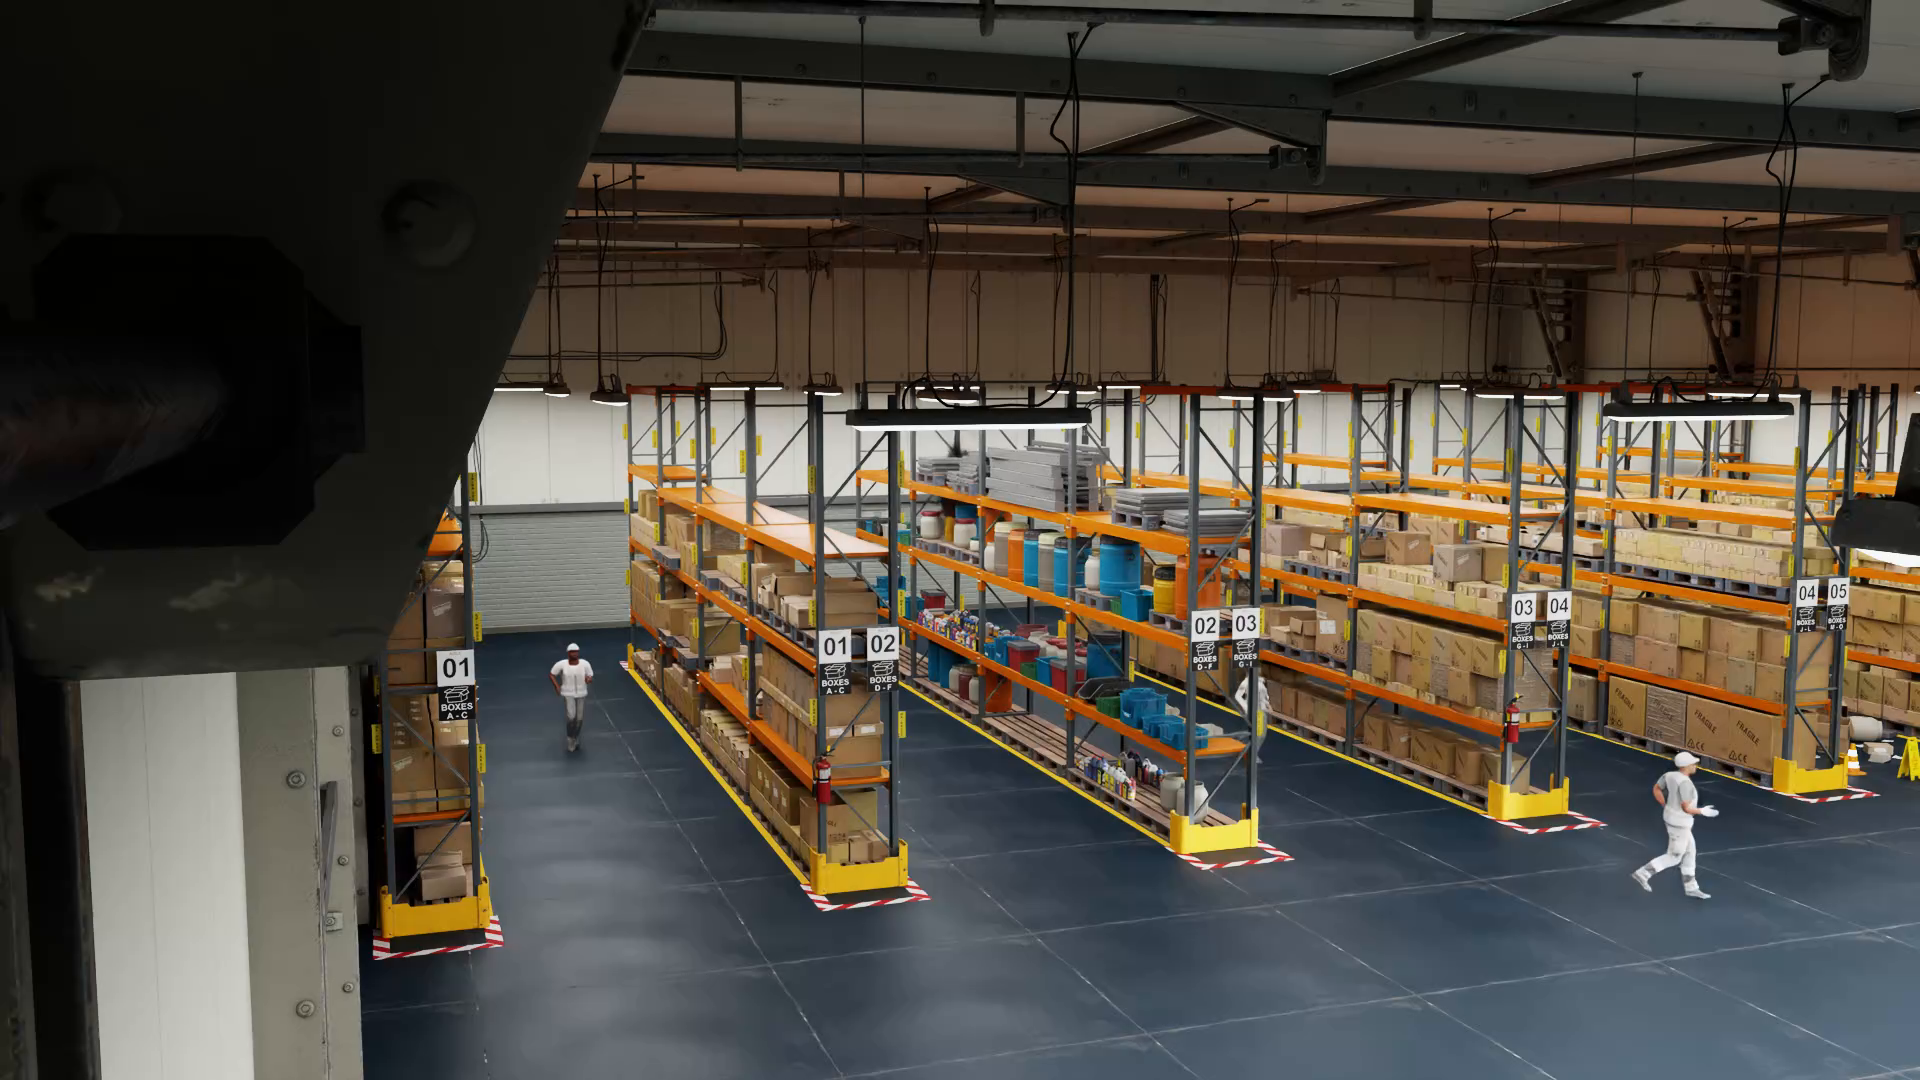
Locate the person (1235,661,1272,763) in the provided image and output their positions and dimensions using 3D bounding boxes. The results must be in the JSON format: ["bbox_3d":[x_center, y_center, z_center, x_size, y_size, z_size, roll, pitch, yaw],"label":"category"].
[{"bbox_3d":[4.752,2.753,26.826,0.616,1.660,0.554,-4,7,-31],"label":"person"}]

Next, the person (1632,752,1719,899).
[{"bbox_3d":[8.501,3.400,19.815,0.953,1.787,0.636,1,6,6],"label":"person"}]

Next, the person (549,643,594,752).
[{"bbox_3d":[-6.398,2.616,27.594,0.675,1.804,0.689,-3,7,-27],"label":"person"}]
